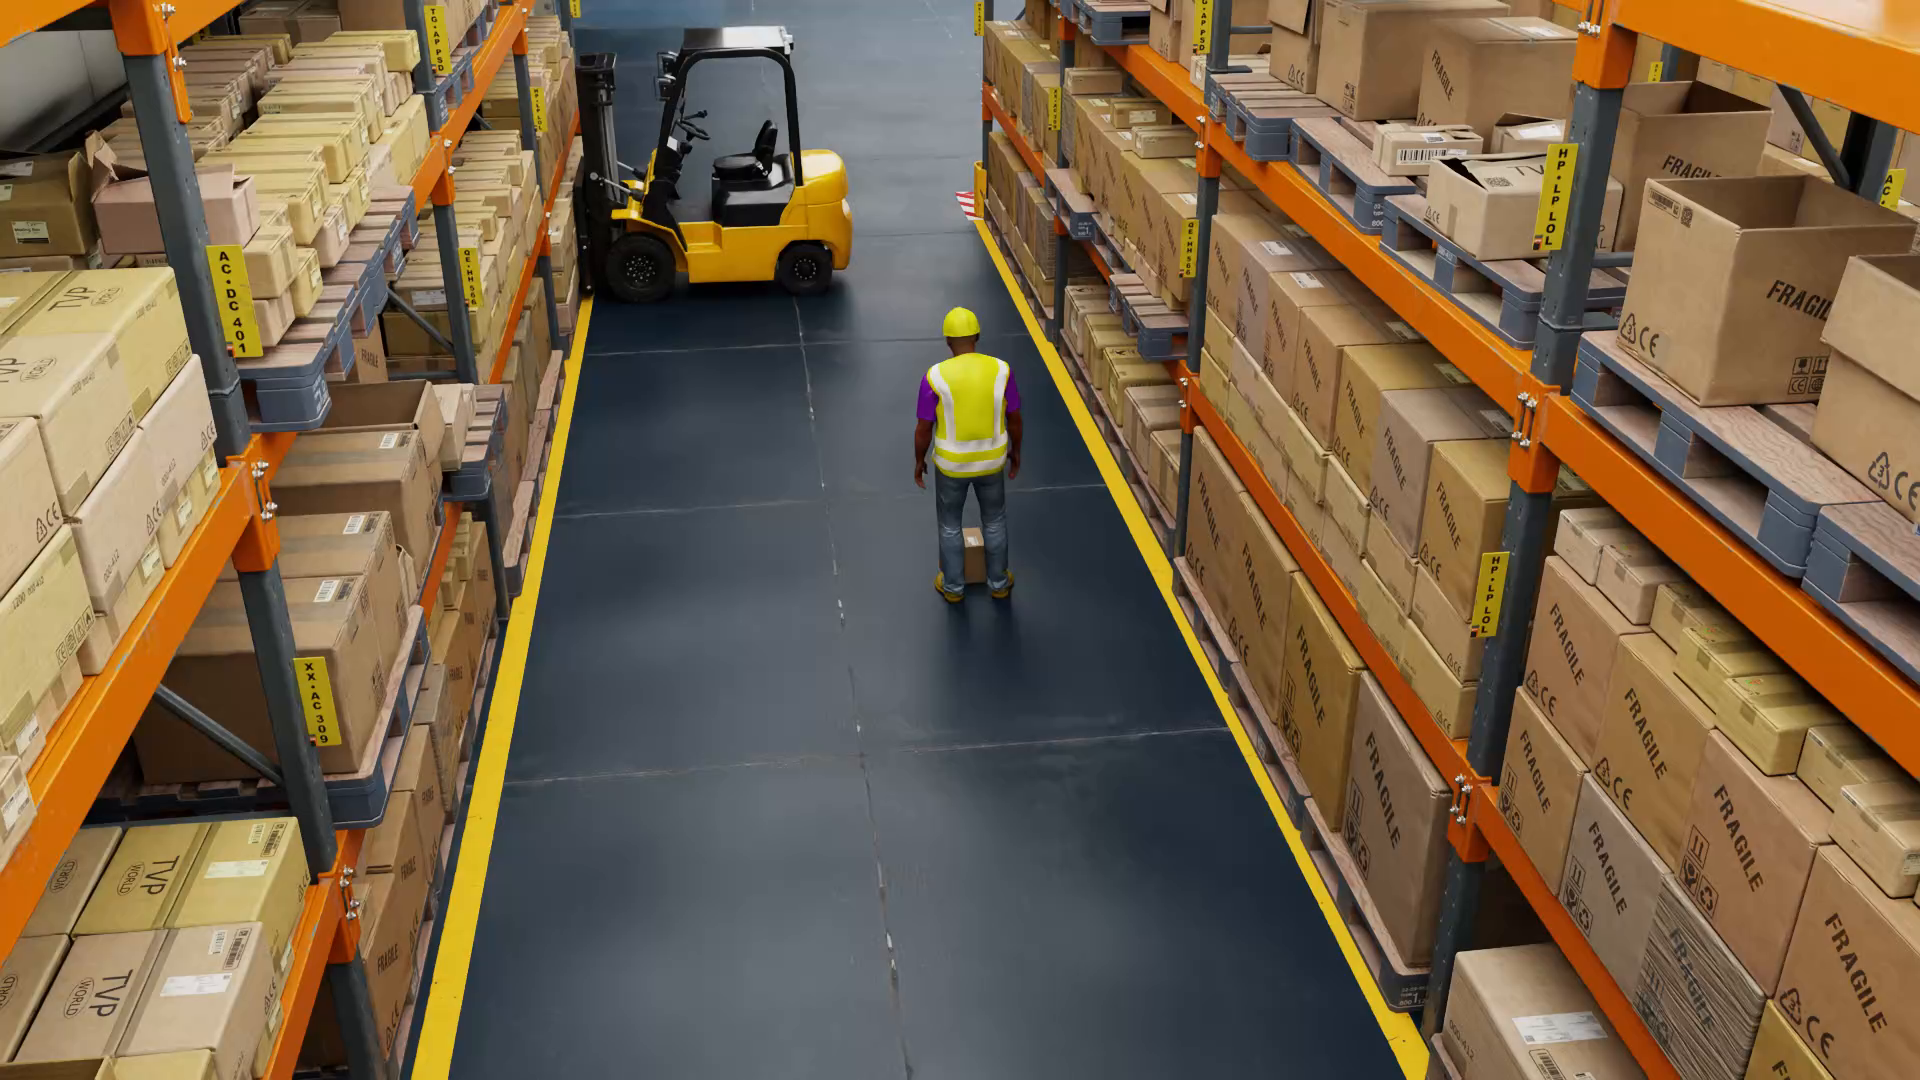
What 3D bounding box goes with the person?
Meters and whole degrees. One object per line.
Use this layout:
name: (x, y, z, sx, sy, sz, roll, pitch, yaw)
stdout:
person: (0.045, -0.472, 9.525, 0.634, 1.759, 0.460, -5, 27, -10)
